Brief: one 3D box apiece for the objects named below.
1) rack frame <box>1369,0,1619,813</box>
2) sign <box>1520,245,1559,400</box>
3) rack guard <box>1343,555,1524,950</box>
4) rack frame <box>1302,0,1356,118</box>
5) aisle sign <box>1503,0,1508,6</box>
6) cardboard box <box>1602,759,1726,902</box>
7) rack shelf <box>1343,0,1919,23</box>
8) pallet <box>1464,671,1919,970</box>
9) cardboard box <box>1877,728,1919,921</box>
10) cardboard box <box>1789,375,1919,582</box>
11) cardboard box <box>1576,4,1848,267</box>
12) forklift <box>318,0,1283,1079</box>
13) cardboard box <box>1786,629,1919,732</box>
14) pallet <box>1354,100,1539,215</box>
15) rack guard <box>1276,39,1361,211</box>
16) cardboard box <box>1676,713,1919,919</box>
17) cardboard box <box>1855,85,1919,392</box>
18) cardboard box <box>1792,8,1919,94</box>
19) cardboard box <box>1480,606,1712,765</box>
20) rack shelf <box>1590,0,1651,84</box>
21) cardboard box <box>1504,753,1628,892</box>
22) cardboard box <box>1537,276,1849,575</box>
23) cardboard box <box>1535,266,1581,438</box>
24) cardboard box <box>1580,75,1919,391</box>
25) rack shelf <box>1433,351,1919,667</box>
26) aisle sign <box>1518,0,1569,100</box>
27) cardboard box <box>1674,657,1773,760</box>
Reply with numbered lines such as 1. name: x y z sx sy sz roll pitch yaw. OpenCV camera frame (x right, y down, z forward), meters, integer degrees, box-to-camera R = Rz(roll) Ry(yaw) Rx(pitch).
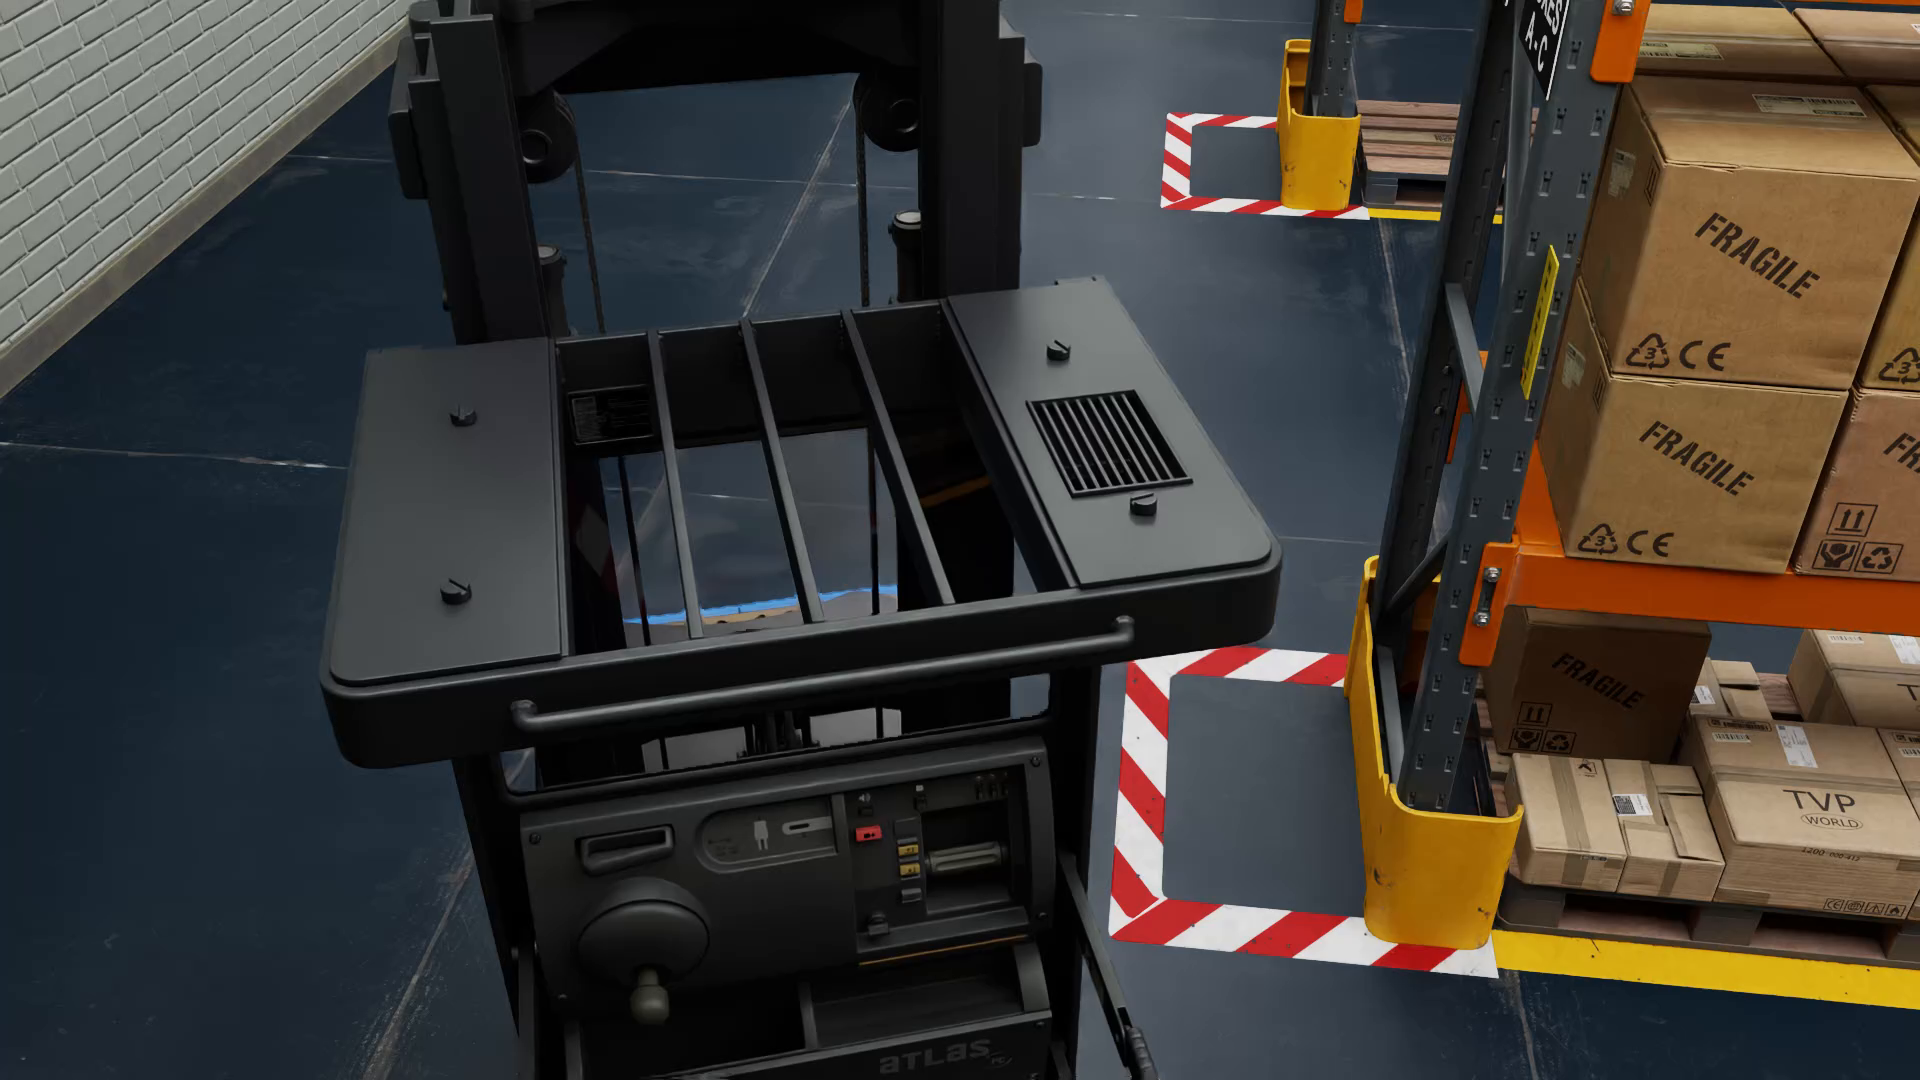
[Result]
1. rack frame: 1.313 -0.426 4.265 0.127 3.000 1.000 4 36 6
2. sign: 1.244 -0.466 3.575 0.005 0.325 0.100 4 36 6
3. rack guard: 1.388 0.597 4.983 0.348 0.500 1.175 4 36 6
4. rack frame: 1.947 -3.280 8.264 0.127 3.000 1.000 4 36 6
5. aisle sign: 1.284 -1.666 3.764 0.004 0.787 0.394 4 36 6
6. cardboard box: 1.932 0.796 4.613 0.250 0.166 0.380 4 36 6
7. rack shelf: 3.931 -2.839 8.265 4.000 0.370 1.077 4 36 6
8. pallet: 2.179 0.773 4.985 1.213 0.211 1.003 4 36 6
9. cardboard box: 2.808 0.792 4.547 0.500 0.250 0.500 4 36 6
10. cardboard box: 2.232 -0.247 3.928 0.500 0.500 0.500 4 36 5
11. cardboard box: 1.789 -0.999 4.121 0.500 0.500 0.500 4 36 6
12. forklift: -0.241 0.673 2.784 1.130 2.935 3.031 -7 36 -10
13. cardboard box: 2.822 0.500 4.956 0.500 0.250 0.500 4 36 6
14. pallet: 2.761 -2.062 8.957 1.213 0.211 1.003 4 36 6
15. rack guard: 1.922 -2.257 8.982 0.348 0.500 1.175 4 36 6
16. cardboard box: 2.312 0.755 4.599 0.500 0.250 0.500 4 36 6
17. cardboard box: 2.239 -0.655 3.639 0.500 0.500 0.500 5 36 6
18. cardboard box: 2.291 -0.962 4.070 0.500 0.500 0.500 5 36 7
19. cardboard box: 1.884 0.311 5.006 0.500 0.500 0.500 4 36 6
20. rack shelf: 3.297 -1.206 3.395 4.000 0.370 1.077 4 36 6
21. cardboard box: 1.684 0.784 4.644 0.250 0.149 0.380 4 36 6
22. cardboard box: 1.719 -0.282 3.977 0.500 0.500 0.500 5 36 7
23. cardboard box: 1.792 -0.591 4.409 0.500 0.500 0.500 5 36 7
24. cardboard box: 1.719 -0.689 3.687 0.500 0.500 0.500 5 36 7
25. rack shelf: 3.297 0.015 4.267 4.000 0.370 1.077 4 36 6
26. aisle sign: 1.208 -1.320 3.280 0.004 0.787 0.394 4 36 6
27. cardboard box: 2.274 0.528 4.988 0.250 0.166 0.380 4 36 6
